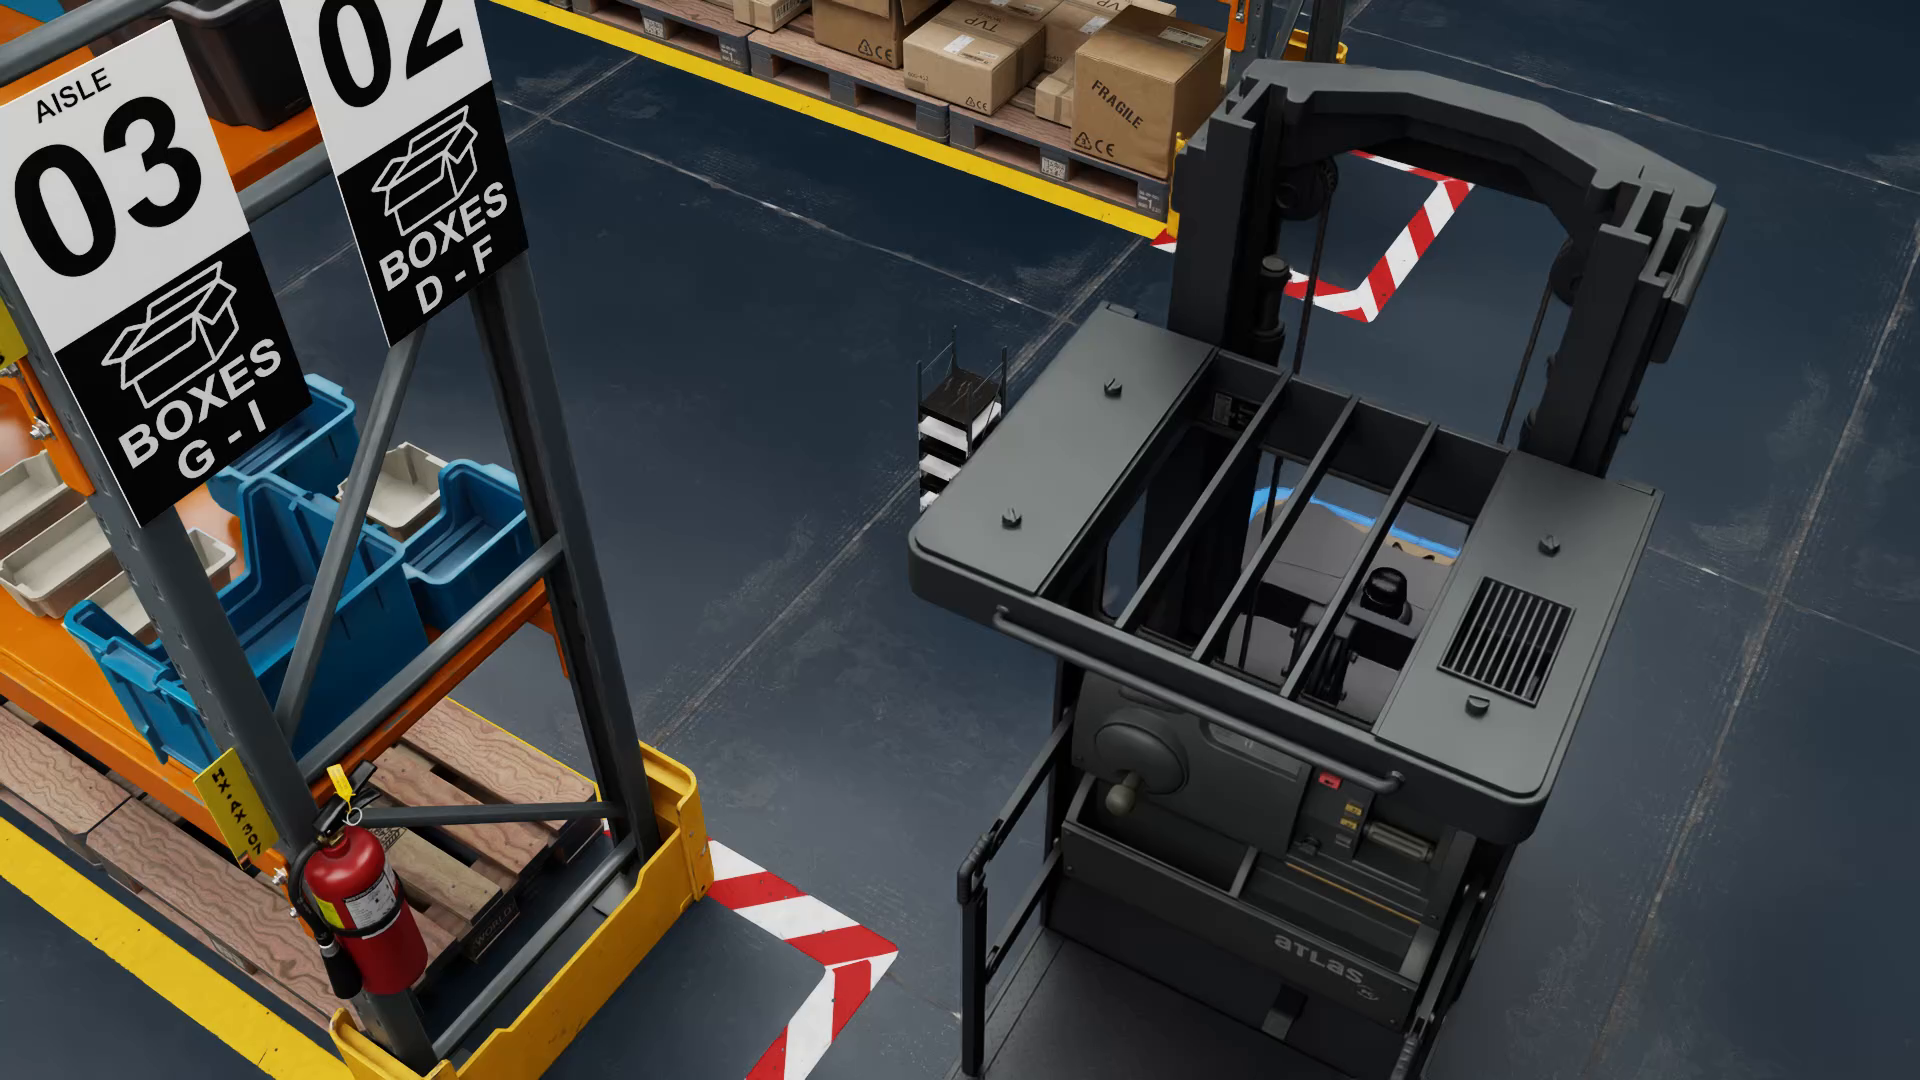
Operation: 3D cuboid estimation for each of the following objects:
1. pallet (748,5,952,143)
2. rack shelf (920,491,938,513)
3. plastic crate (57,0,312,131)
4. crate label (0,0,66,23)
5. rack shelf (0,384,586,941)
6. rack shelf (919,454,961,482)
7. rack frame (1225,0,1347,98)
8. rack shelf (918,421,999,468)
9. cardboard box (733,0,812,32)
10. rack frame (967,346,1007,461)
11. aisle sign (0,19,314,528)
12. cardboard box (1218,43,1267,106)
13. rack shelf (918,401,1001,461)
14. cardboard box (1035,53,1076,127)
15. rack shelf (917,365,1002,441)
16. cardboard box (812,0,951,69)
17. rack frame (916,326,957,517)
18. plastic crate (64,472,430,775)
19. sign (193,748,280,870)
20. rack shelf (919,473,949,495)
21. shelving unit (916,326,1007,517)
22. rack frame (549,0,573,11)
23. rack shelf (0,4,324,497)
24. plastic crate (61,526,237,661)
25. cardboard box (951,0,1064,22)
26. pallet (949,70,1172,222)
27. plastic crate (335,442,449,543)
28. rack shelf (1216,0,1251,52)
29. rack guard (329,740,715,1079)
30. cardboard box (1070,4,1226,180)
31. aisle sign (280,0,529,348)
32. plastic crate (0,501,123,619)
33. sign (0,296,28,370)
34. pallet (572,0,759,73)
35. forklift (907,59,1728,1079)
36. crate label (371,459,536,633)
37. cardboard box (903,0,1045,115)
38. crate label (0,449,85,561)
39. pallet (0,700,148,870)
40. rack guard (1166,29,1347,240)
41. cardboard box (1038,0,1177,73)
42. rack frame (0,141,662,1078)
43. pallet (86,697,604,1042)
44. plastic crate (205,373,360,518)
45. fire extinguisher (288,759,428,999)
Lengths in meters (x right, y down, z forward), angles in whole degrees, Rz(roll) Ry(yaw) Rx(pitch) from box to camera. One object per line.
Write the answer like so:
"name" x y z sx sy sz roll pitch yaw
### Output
"pallet" -0.314 -2.541 8.572 1.213 0.211 1.003 25 51 22
"rack shelf" 0.007 -0.162 6.077 0.200 0.077 0.258 25 51 22
"plastic crate" -1.407 -1.030 3.159 0.590 0.269 0.497 25 51 22
"crate label" -1.835 -1.259 3.394 0.502 0.251 0.408 25 51 22
"rack shelf" -2.917 -0.237 4.890 4.000 0.370 1.077 25 51 22
"rack shelf" 0.007 -0.287 5.948 0.200 0.077 0.258 25 51 22
"rack frame" 1.444 -2.702 6.784 0.127 3.000 1.000 25 51 22
"rack shelf" 0.007 -0.350 5.884 0.200 0.077 0.258 25 51 22
"cardboard box" -0.953 -2.795 8.543 0.250 0.166 0.380 25 51 22
"rack frame" 0.092 -0.271 5.886 0.006 0.900 0.240 25 51 22
"aisle sign" -1.331 -0.415 2.749 0.004 0.787 0.394 25 51 22
"cardboard box" 1.277 -2.231 8.008 0.250 0.149 0.380 25 51 22
"rack shelf" 0.007 -0.413 5.819 0.200 0.077 0.258 25 51 22
"cardboard box" 0.561 -2.141 7.908 0.250 0.166 0.380 25 51 22
"rack shelf" 0.007 -0.475 5.754 0.200 0.077 0.258 25 51 22
"cardboard box" -0.339 -2.810 8.323 0.637 0.503 0.797 25 51 22
"rack frame" -0.079 -0.350 5.962 0.006 0.900 0.240 25 51 22
"plastic crate" -1.616 0.237 3.862 0.499 0.435 0.616 25 51 22
"sign" -1.516 0.568 3.493 0.005 0.325 0.100 25 51 22
"rack shelf" 0.007 -0.225 6.013 0.200 0.077 0.258 25 51 22
"shelving unit" 0.007 -0.310 5.924 0.210 0.900 0.258 25 51 22
"rack frame" -1.923 -4.251 8.289 0.127 3.000 1.000 25 51 22
"rack shelf" -2.917 -1.282 3.815 4.000 0.370 1.077 25 51 22
"plastic crate" -2.017 0.151 4.153 0.243 0.136 0.396 25 51 22
"cardboard box" 0.298 -2.666 8.360 0.500 0.250 0.500 25 51 22
"pallet" 0.709 -2.068 8.112 1.213 0.211 1.003 25 51 22
"plastic crate" -1.488 -0.111 4.408 0.298 0.136 0.250 25 51 22
"rack shelf" -0.239 -3.226 7.795 4.000 0.370 1.077 25 51 22
"rack guard" -1.206 1.159 4.775 0.348 0.500 1.175 25 51 22
"cardboard box" 0.854 -2.046 7.583 0.500 0.500 0.500 25 51 22
"aisle sign" -1.012 -0.771 3.095 0.004 0.787 0.394 25 51 22
"plastic crate" -2.253 0.030 4.271 0.243 0.136 0.396 25 51 22
"sign" -1.516 -0.384 2.513 0.005 0.325 0.100 25 51 22
"pallet" -1.345 -3.012 9.030 1.213 0.211 1.003 25 51 22
"forklift" 0.593 0.630 3.594 1.130 2.935 3.031 22 50 20
"crate label" -1.263 0.030 4.204 0.303 0.233 0.416 25 51 22
"cardboard box" 0.070 -2.345 8.048 0.500 0.250 0.500 25 51 22
"crate label" -2.501 -0.063 4.361 0.243 0.136 0.396 25 51 22
"pallet" -2.929 0.443 5.672 1.213 0.211 1.003 25 51 22
"rack guard" 1.380 -1.860 7.709 0.348 0.500 1.175 25 51 22
"cardboard box" 0.719 -2.473 8.172 0.500 0.250 0.500 25 51 22
"rack frame" -1.233 0.287 3.880 0.127 3.000 1.000 25 51 22
"pallet" -1.906 0.916 5.213 1.213 0.211 1.003 25 51 22
"plastic crate" -1.817 -0.225 4.452 0.300 0.233 0.416 25 51 22
"fire extinguisher" -1.351 0.776 3.718 0.183 0.674 0.296 25 51 22
